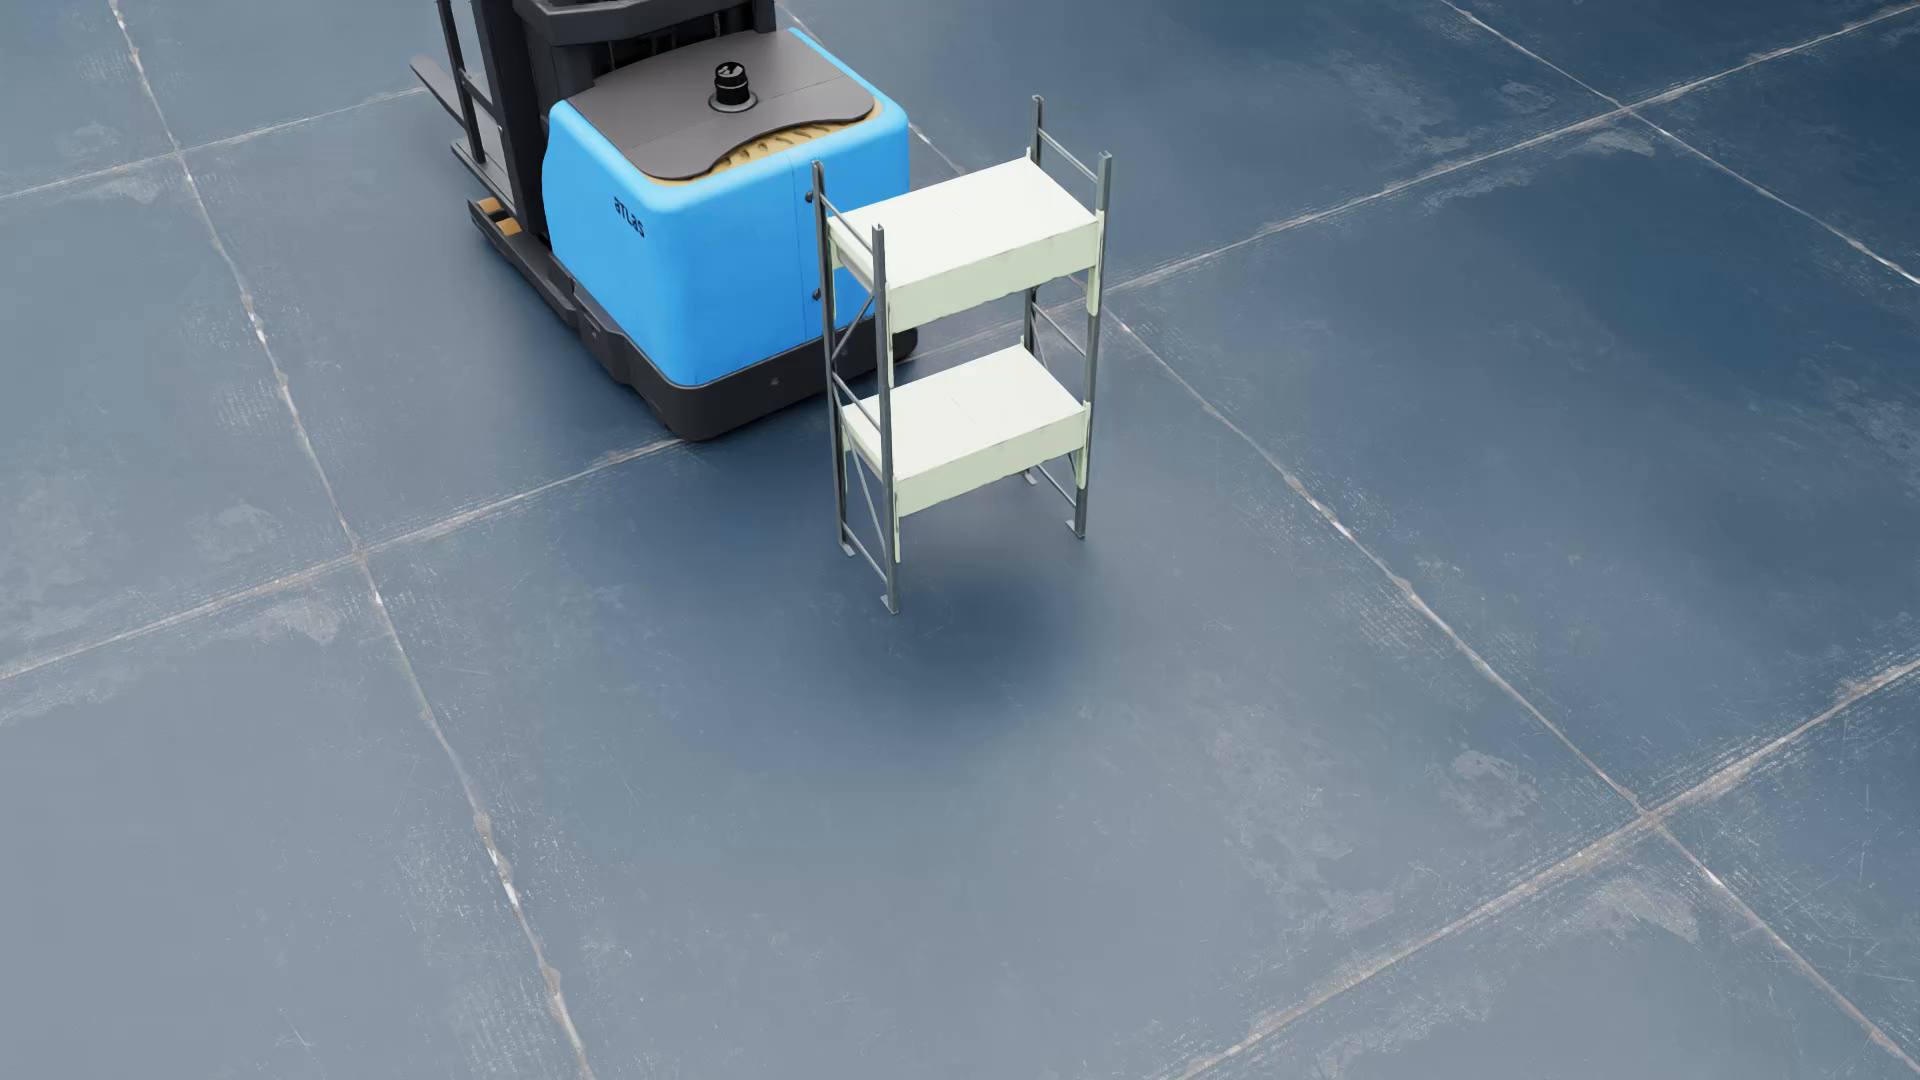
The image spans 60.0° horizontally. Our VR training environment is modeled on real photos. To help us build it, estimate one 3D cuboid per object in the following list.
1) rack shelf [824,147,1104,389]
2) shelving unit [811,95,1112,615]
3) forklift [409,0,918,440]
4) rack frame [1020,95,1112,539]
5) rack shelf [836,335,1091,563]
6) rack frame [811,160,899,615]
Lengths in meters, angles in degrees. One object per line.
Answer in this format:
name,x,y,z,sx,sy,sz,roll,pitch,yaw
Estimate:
rack shelf,0.006,-0.821,4.958,0.720,0.370,0.431,-22,48,-21
shelving unit,0.006,-0.541,5.230,0.755,1.500,0.431,-22,48,-21
forklift,-1.420,-2.404,6.122,1.130,2.935,3.031,-26,50,-24
rack frame,0.323,-0.668,5.361,0.023,1.500,0.400,-22,48,-21
rack shelf,0.006,-0.307,5.457,0.720,0.370,0.431,-22,48,-21
rack frame,-0.312,-0.414,5.099,0.023,1.500,0.400,-22,48,-21
